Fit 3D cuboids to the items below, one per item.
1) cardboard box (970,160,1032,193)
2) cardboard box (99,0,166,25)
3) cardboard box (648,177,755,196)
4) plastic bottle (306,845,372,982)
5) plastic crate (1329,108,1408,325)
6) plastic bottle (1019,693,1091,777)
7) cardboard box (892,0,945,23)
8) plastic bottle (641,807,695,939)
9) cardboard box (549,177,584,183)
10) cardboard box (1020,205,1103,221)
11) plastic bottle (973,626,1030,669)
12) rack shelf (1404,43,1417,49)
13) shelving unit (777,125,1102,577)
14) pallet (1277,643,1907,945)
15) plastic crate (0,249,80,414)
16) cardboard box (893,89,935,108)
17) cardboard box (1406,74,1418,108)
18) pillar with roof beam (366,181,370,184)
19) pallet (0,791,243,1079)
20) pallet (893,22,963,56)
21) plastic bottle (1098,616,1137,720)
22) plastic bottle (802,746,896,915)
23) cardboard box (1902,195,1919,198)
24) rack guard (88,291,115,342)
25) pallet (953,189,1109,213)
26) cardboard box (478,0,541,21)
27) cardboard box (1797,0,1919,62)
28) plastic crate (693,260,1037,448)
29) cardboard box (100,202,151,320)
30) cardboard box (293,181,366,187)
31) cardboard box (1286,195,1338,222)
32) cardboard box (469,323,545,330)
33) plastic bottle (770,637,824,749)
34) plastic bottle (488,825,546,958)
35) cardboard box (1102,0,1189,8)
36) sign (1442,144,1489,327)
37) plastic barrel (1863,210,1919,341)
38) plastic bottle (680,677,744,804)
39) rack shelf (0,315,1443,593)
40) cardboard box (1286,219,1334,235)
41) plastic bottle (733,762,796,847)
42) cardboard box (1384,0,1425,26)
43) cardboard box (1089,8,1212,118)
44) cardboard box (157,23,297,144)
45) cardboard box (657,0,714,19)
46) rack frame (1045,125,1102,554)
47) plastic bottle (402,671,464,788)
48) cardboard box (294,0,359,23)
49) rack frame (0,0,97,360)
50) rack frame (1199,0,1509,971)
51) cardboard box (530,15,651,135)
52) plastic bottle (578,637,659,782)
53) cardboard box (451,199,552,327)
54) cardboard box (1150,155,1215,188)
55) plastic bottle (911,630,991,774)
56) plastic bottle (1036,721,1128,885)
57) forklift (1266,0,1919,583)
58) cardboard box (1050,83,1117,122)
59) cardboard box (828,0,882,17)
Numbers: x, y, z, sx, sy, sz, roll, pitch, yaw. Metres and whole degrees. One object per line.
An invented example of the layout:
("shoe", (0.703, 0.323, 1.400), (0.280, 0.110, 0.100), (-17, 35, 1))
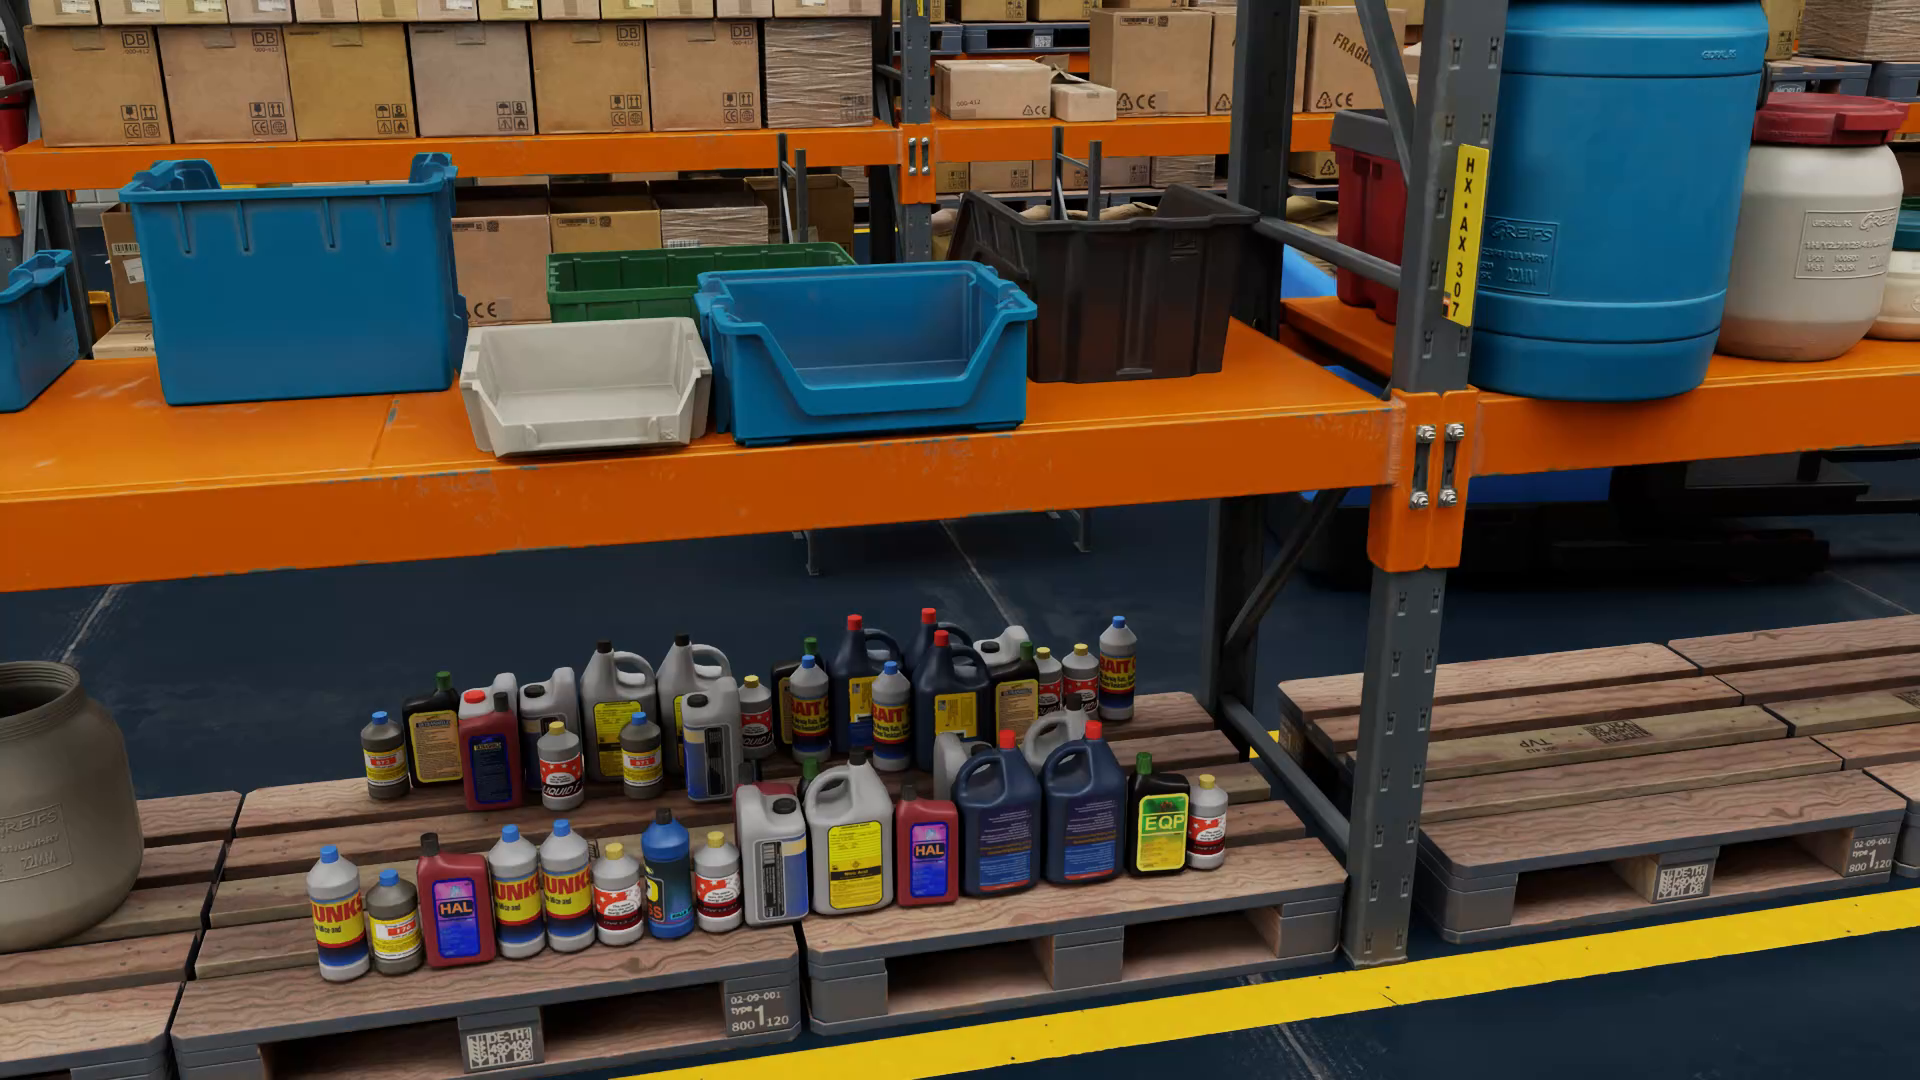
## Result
("cardboard box", (0.255, -3.120, 13.465), (0.500, 0.500, 0.700), (-4, 21, -12))
("cardboard box", (-3.516, -2.296, 7.134), (0.250, 0.149, 0.380), (-5, 21, -14))
("cardboard box", (-1.319, -1.565, 8.522), (0.500, 0.500, 0.500), (-5, 21, -12))
("plastic bottle", (-1.231, 0.730, 3.289), (0.097, 0.271, 0.097), (0, 20, 0))
("plastic crate", (1.226, -0.793, 4.026), (0.583, 0.464, 0.402), (-5, 21, -12))
("plastic bottle", (0.232, 0.514, 3.762), (0.185, 0.351, 0.144), (-5, 21, -12))
("cardboard box", (-0.406, -4.263, 12.806), (0.500, 0.500, 0.700), (-3, 20, -7))
("plastic bottle", (-0.603, 0.679, 3.428), (0.097, 0.271, 0.097), (0, 20, 0))
("cardboard box", (-3.016, -2.687, 12.793), (0.250, 0.149, 0.380), (-6, 21, -17))
("cardboard box", (0.522, -1.621, 8.952), (0.500, 0.311, 0.500), (-4, 21, -11))
("plastic bottle", (0.106, 0.363, 4.282), (0.135, 0.276, 0.152), (-4, 20, -11))
("rack shelf", (4.385, -4.076, 14.126), (4.000, 0.370, 1.077), (-5, 21, -12))
("shelving unit", (-0.083, -0.697, 6.038), (1.048, 1.500, 0.538), (-5, 21, -12))
("pallet", (1.581, 0.612, 4.337), (1.213, 0.211, 1.003), (-5, 21, -12))
("plastic crate", (-2.016, -0.425, 3.330), (0.408, 0.251, 0.499), (-5, 21, -12))
("cardboard box", (-0.314, -3.423, 13.203), (0.500, 0.250, 0.500), (-5, 21, -14))
("cardboard box", (2.354, -2.360, 8.760), (0.250, 0.149, 0.380), (-3, 20, -8))
("pillar with roof beam", (-3.874, -5.343, 7.817), (0.400, 9.000, 9.100), (-5, 21, -12))
("pallet", (-2.212, 0.919, 3.498), (1.213, 0.211, 1.003), (-5, 21, -12))
("pallet", (-0.677, -3.860, 12.771), (1.213, 0.211, 1.003), (-5, 21, -12))
("plastic bottle", (0.414, 0.331, 4.378), (0.097, 0.271, 0.097), (0, 20, 0))
("plastic bottle", (-0.236, 0.603, 3.519), (0.185, 0.351, 0.144), (-5, 21, -13))
("cardboard box", (5.595, -1.695, 9.575), (0.500, 0.500, 0.500), (-5, 21, -14))
("rack guard", (-4.227, -0.788, 7.740), (0.348, 0.500, 1.175), (-5, 21, -12))
("pallet", (0.492, -2.789, 13.622), (1.213, 0.211, 1.003), (-5, 21, -12))
("cardboard box", (-2.020, -2.417, 7.463), (0.250, 0.149, 0.380), (-4, 20, -11))
("cardboard box", (5.103, -2.937, 9.217), (0.500, 0.500, 0.700), (-1, 20, -2))
("plastic crate", (-0.189, -0.374, 3.191), (0.616, 0.251, 0.499), (-5, 21, -12))
("cardboard box", (-3.750, -1.364, 7.975), (0.500, 0.500, 0.500), (-5, 21, -12))
("cardboard box", (-4.653, -2.591, 12.295), (0.500, 0.311, 0.500), (-7, 21, -19))
("cardboard box", (1.998, -1.740, 9.274), (0.500, 0.311, 0.500), (-5, 21, -14))
("cardboard box", (-2.170, -0.956, 7.951), (0.500, 0.250, 0.500), (-5, 21, -12))
("plastic bottle", (-0.410, 0.386, 4.210), (0.133, 0.283, 0.061), (-4, 20, -10))
("plastic bottle", (-0.898, 0.702, 3.363), (0.097, 0.271, 0.097), (0, 20, 0))
("cardboard box", (1.445, -4.415, 13.221), (0.500, 0.500, 0.700), (-7, 21, -18))
("sign", (0.941, -0.567, 3.100), (0.005, 0.325, 0.100), (-5, 21, -12))
("plastic barrel", (2.149, -0.611, 3.822), (0.301, 0.262, 0.301), (0, 20, 0))
("plastic bottle", (-0.595, 0.471, 3.988), (0.135, 0.276, 0.152), (-5, 21, -12))
("rack shelf", (-1.121, -0.126, 3.344), (4.000, 0.370, 1.077), (-5, 21, -12))
("cardboard box", (1.644, -1.521, 8.679), (0.500, 0.311, 0.500), (-4, 21, -11))
("plastic bottle", (-0.420, 0.611, 3.596), (0.133, 0.283, 0.061), (-5, 21, -12))
("cardboard box", (3.482, -4.442, 13.474), (0.500, 0.500, 0.500), (-4, 20, -11))
("cardboard box", (0.953, -2.425, 8.427), (0.500, 0.500, 0.500), (-3, 20, -9))
("cardboard box", (-3.236, -2.087, 7.505), (0.500, 0.500, 0.700), (-4, 21, -11))
("cardboard box", (-1.277, -2.477, 7.628), (0.250, 0.149, 0.380), (-5, 21, -13))
("rack frame", (0.412, -0.738, 6.148), (0.032, 1.500, 0.500), (-5, 21, -12))
("plastic bottle", (-1.271, 0.456, 4.019), (0.133, 0.283, 0.061), (-4, 21, -11))
("cardboard box", (-2.768, -2.357, 7.299), (0.250, 0.149, 0.380), (-5, 21, -14))
("rack frame", (-4.204, -1.964, 7.315), (0.127, 3.000, 1.000), (-5, 21, -12))
("rack frame", (0.825, -0.622, 3.653), (0.127, 3.000, 1.000), (-5, 21, -12))
("cardboard box", (-1.742, -2.208, 7.836), (0.500, 0.500, 0.700), (-4, 21, -12))
("plastic bottle", (-0.834, 0.403, 4.064), (0.185, 0.351, 0.144), (-4, 20, -10))
("cardboard box", (-2.170, -1.308, 7.821), (0.500, 0.500, 0.500), (-5, 21, -12))
("cardboard box", (1.750, -3.214, 13.721), (0.500, 0.500, 0.700), (-4, 21, -12))
("plastic bottle", (-0.023, 0.388, 4.106), (0.185, 0.351, 0.144), (-5, 21, -12))
("plastic bottle", (0.265, 0.562, 3.630), (0.185, 0.351, 0.144), (-5, 21, -14))
("forklift", (2.671, -1.408, 5.898), (3.031, 2.935, 1.130), (-1, 20, -4))
("cardboard box", (0.598, -2.164, 8.227), (0.250, 0.149, 0.380), (-5, 21, -12))
("cardboard box", (-0.526, -2.539, 7.796), (0.250, 0.149, 0.380), (-5, 21, -13))
